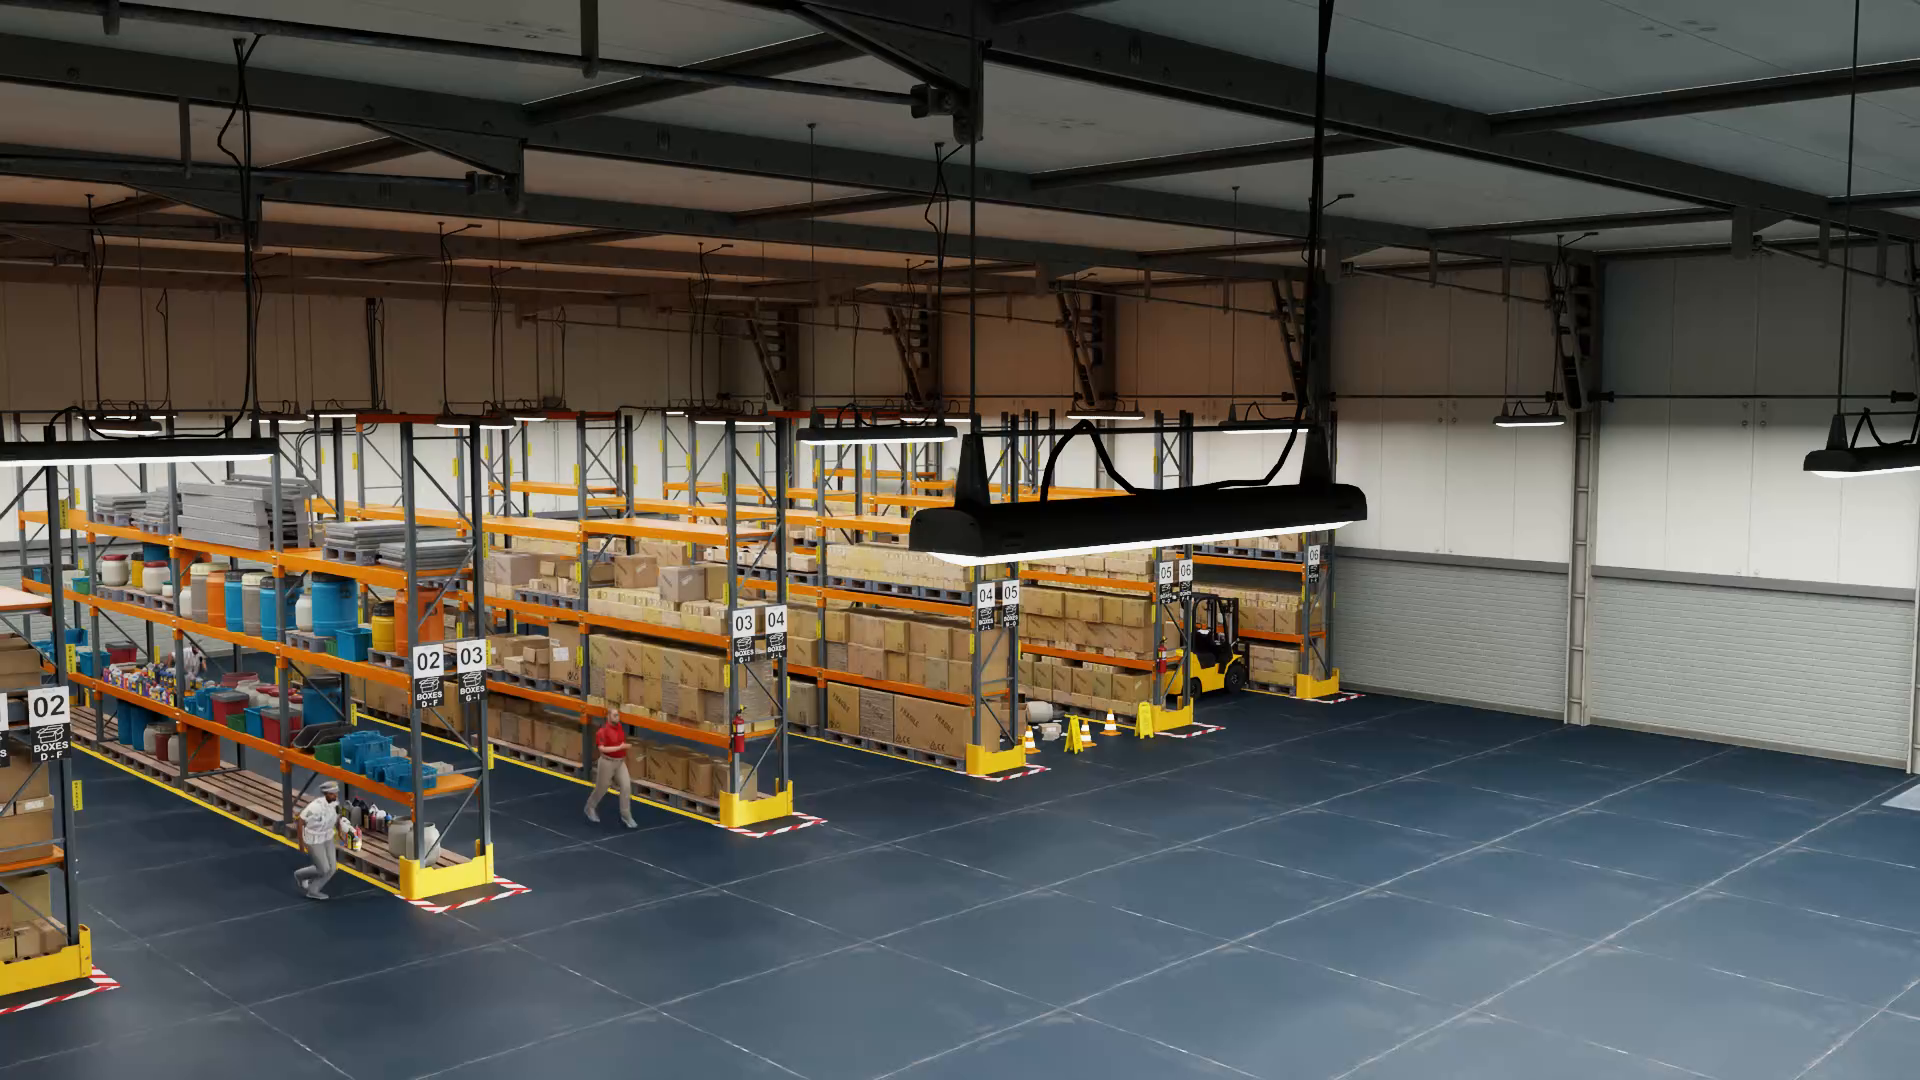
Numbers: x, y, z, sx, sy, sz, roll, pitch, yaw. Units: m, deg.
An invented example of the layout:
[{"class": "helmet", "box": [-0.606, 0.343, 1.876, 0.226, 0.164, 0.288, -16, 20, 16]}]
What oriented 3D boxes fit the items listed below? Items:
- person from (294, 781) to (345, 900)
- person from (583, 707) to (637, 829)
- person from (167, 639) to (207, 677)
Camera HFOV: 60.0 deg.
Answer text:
[{"class": "person", "box": [-8.049, 3.757, 20.844, 0.694, 1.540, 0.571, 3, 6, 27]}, {"class": "person", "box": [-5.152, 3.333, 24.462, 0.915, 1.768, 0.641, 3, 6, 32]}, {"class": "person", "box": [-15.192, 2.711, 32.708, 0.895, 1.573, 0.695, 3, 6, 32]}]
